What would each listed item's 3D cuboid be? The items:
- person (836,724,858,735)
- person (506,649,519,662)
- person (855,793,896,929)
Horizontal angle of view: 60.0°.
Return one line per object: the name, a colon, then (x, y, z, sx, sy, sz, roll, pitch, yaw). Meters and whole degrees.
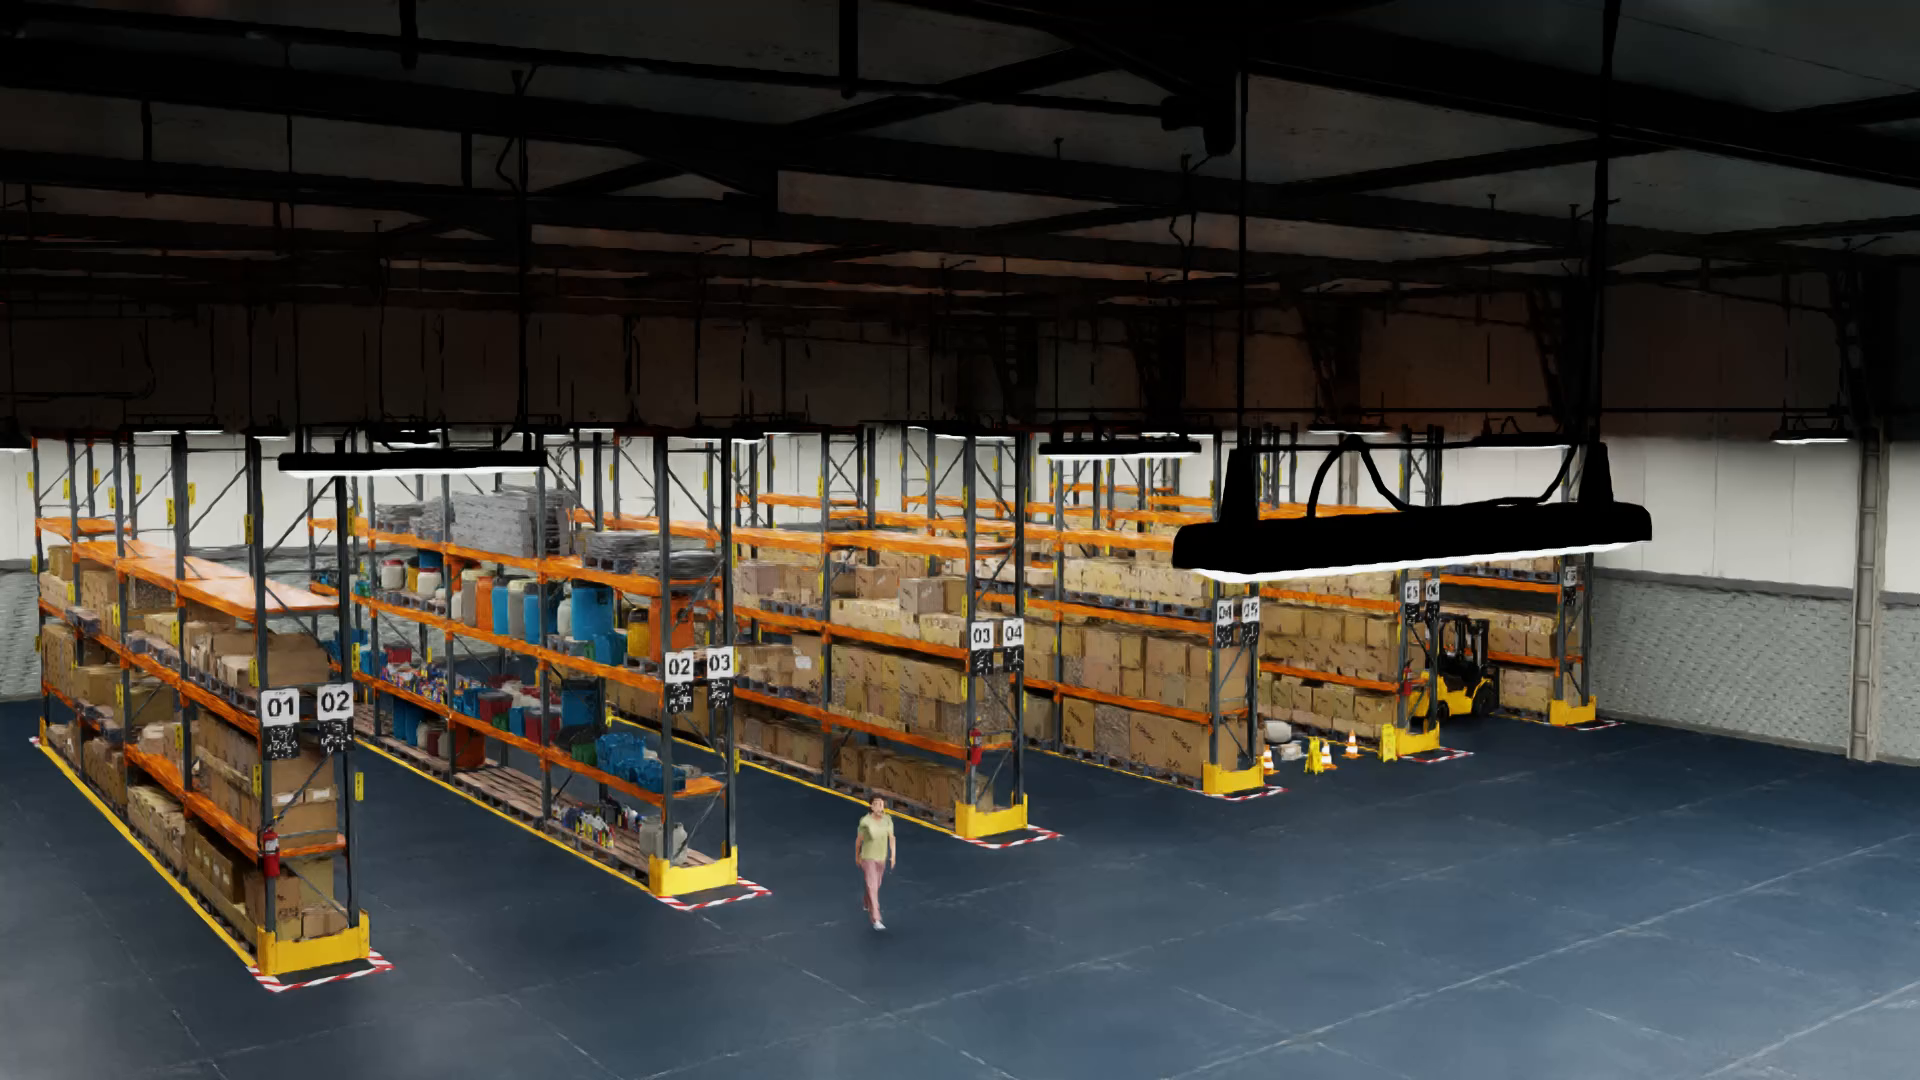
person: (-2.132, 3.037, 30.804, 0.578, 1.755, 0.467, 2, 5, 27)
person: (-11.217, 2.281, 41.324, 0.498, 1.612, 0.934, -1, 5, -16)
person: (-1.020, 3.906, 20.460, 0.447, 1.603, 1.019, -2, 5, -27)
